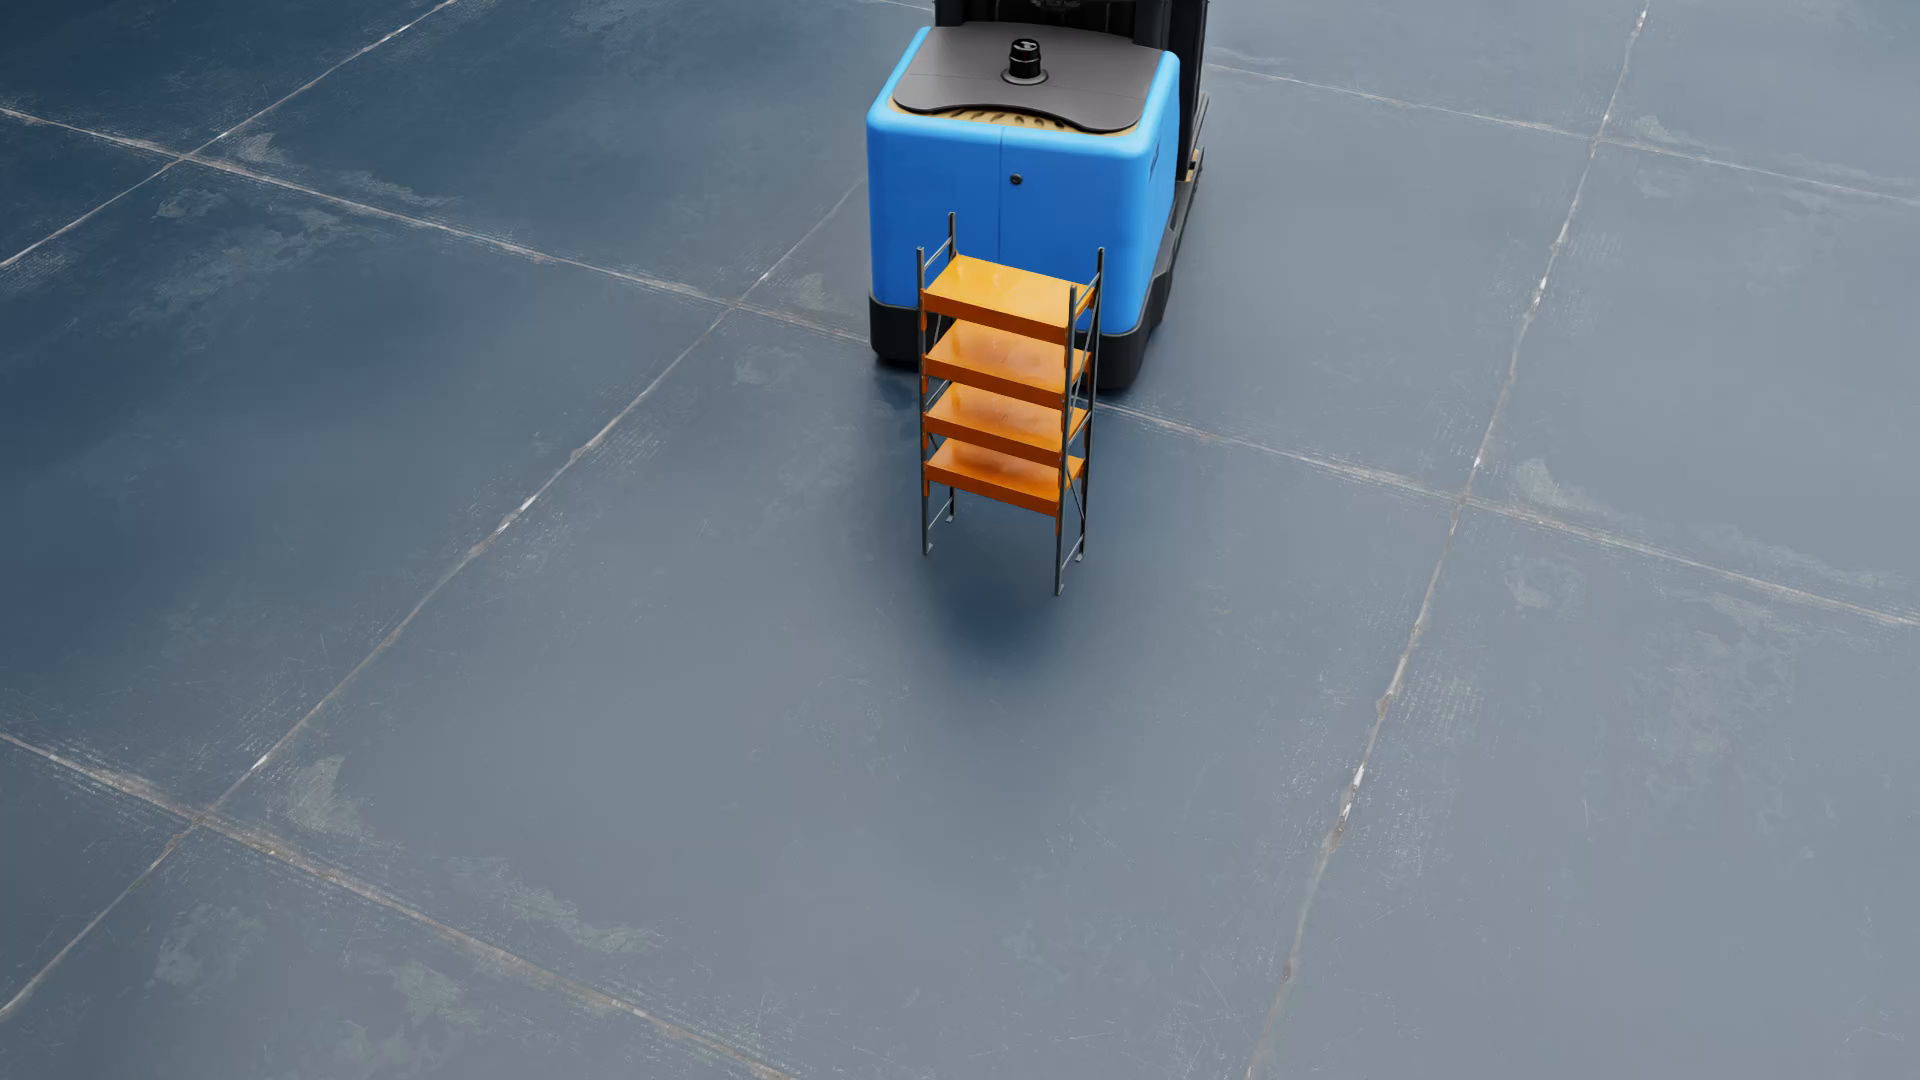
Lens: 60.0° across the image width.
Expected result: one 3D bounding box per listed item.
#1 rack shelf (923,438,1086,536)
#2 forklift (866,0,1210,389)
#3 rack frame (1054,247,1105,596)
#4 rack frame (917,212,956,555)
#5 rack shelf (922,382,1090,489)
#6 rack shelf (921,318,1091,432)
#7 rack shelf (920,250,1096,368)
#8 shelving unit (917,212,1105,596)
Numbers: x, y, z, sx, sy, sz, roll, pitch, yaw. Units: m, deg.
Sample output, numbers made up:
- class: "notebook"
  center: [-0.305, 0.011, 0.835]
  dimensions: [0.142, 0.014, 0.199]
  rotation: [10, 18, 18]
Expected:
- class: "rack shelf"
  center: [0.150, -0.207, 5.478]
  dimensions: [0.480, 0.148, 0.258]
  rotation: [17, 44, 19]
- class: "forklift"
  center: [0.496, -2.655, 6.575]
  dimensions: [1.130, 2.935, 3.031]
  rotation: [9, 42, 10]
- class: "rack frame"
  center: [0.371, -0.340, 5.226]
  dimensions: [0.015, 1.200, 0.240]
  rotation: [17, 44, 19]
- class: "rack frame"
  center: [-0.071, -0.475, 5.382]
  dimensions: [0.015, 1.200, 0.240]
  rotation: [17, 44, 19]
- class: "rack shelf"
  center: [0.150, -0.357, 5.348]
  dimensions: [0.480, 0.148, 0.258]
  rotation: [17, 44, 19]
- class: "rack shelf"
  center: [0.150, -0.526, 5.202]
  dimensions: [0.480, 0.148, 0.258]
  rotation: [17, 44, 19]
- class: "rack shelf"
  center: [0.150, -0.705, 5.047]
  dimensions: [0.480, 0.148, 0.258]
  rotation: [17, 44, 19]
- class: "shelving unit"
  center: [0.150, -0.408, 5.304]
  dimensions: [0.503, 1.200, 0.258]
  rotation: [17, 44, 19]
